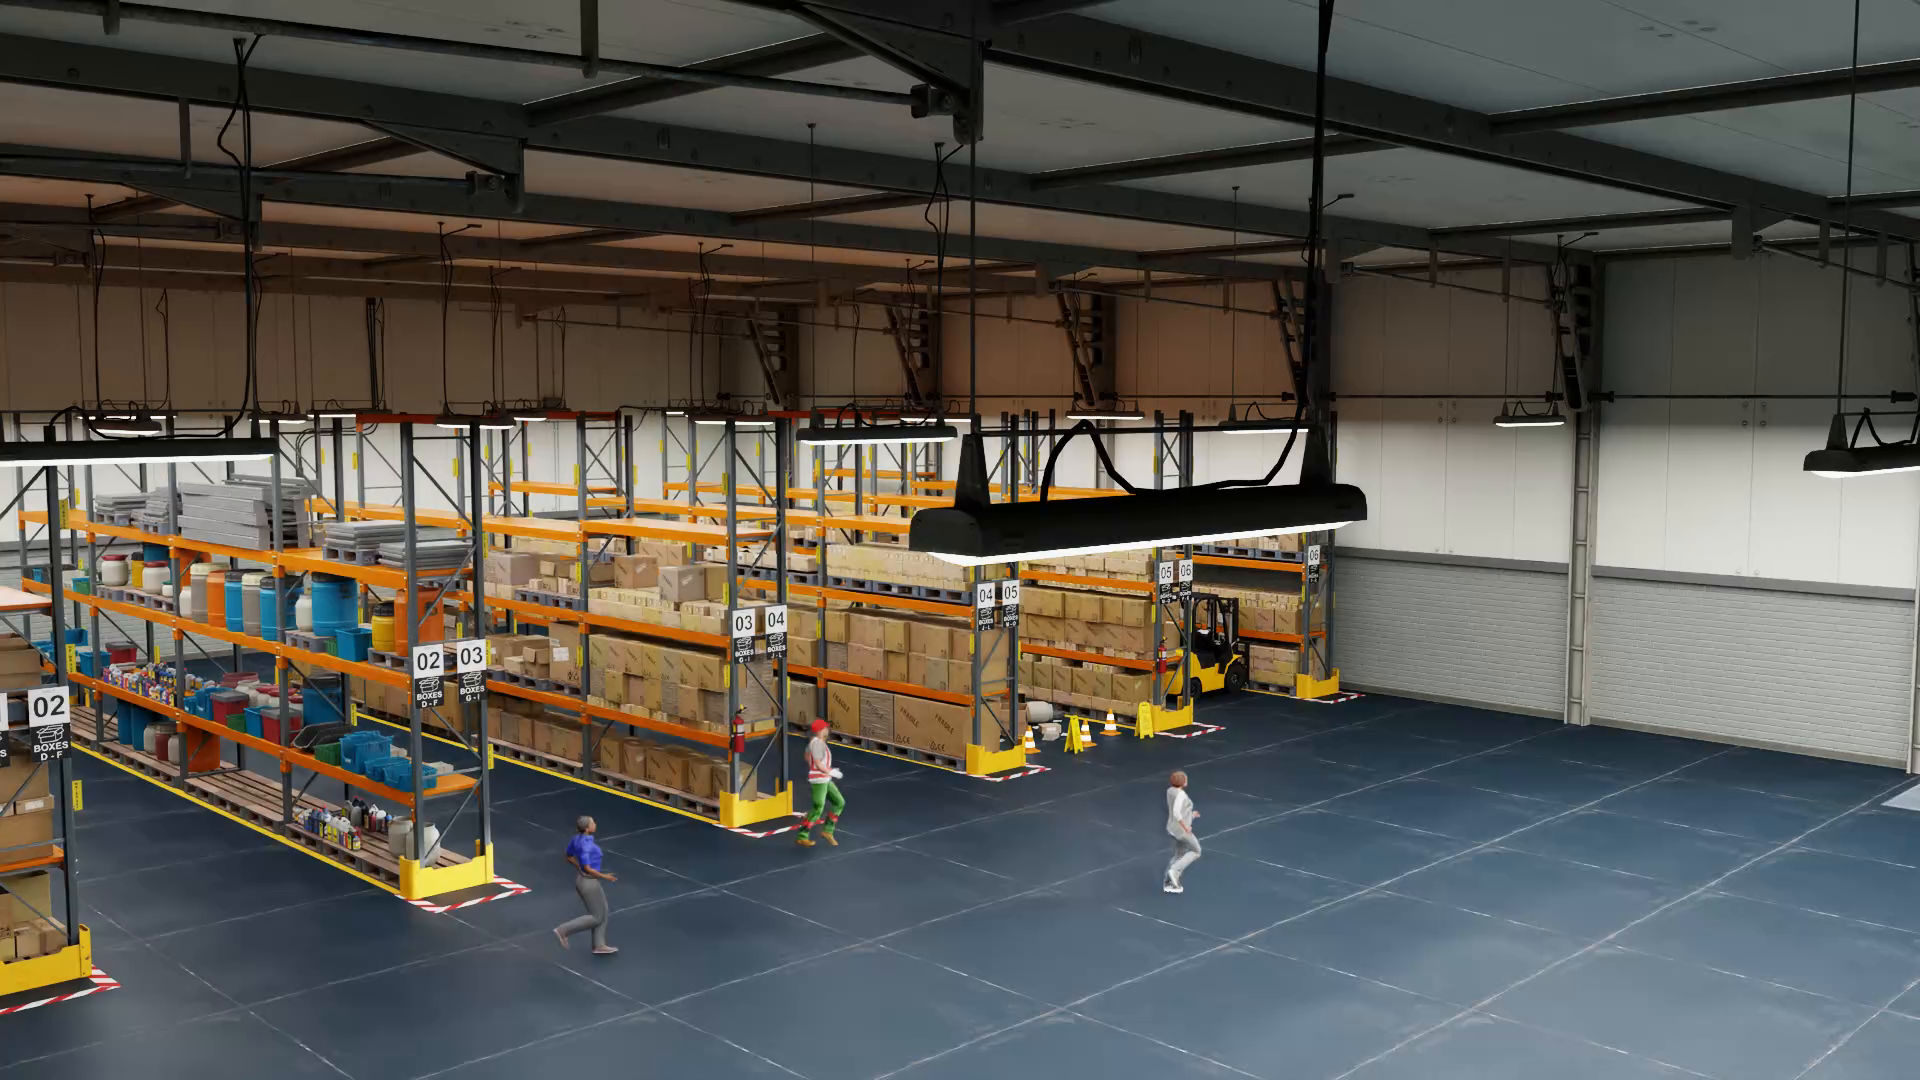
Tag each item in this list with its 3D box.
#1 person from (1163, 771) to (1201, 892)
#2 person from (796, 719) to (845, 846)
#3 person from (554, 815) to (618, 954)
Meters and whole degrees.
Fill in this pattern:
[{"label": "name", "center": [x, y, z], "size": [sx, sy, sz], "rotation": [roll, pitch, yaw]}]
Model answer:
[{"label": "person", "center": [2.842, 3.709, 21.191], "size": [0.549, 1.559, 0.522], "rotation": [-2, 5, -21]}, {"label": "person", "center": [-1.968, 3.419, 23.451], "size": [0.675, 1.780, 0.711], "rotation": [0, 5, -1]}, {"label": "person", "center": [-4.239, 3.906, 18.744], "size": [0.736, 1.613, 0.588], "rotation": [-3, 6, -27]}]
